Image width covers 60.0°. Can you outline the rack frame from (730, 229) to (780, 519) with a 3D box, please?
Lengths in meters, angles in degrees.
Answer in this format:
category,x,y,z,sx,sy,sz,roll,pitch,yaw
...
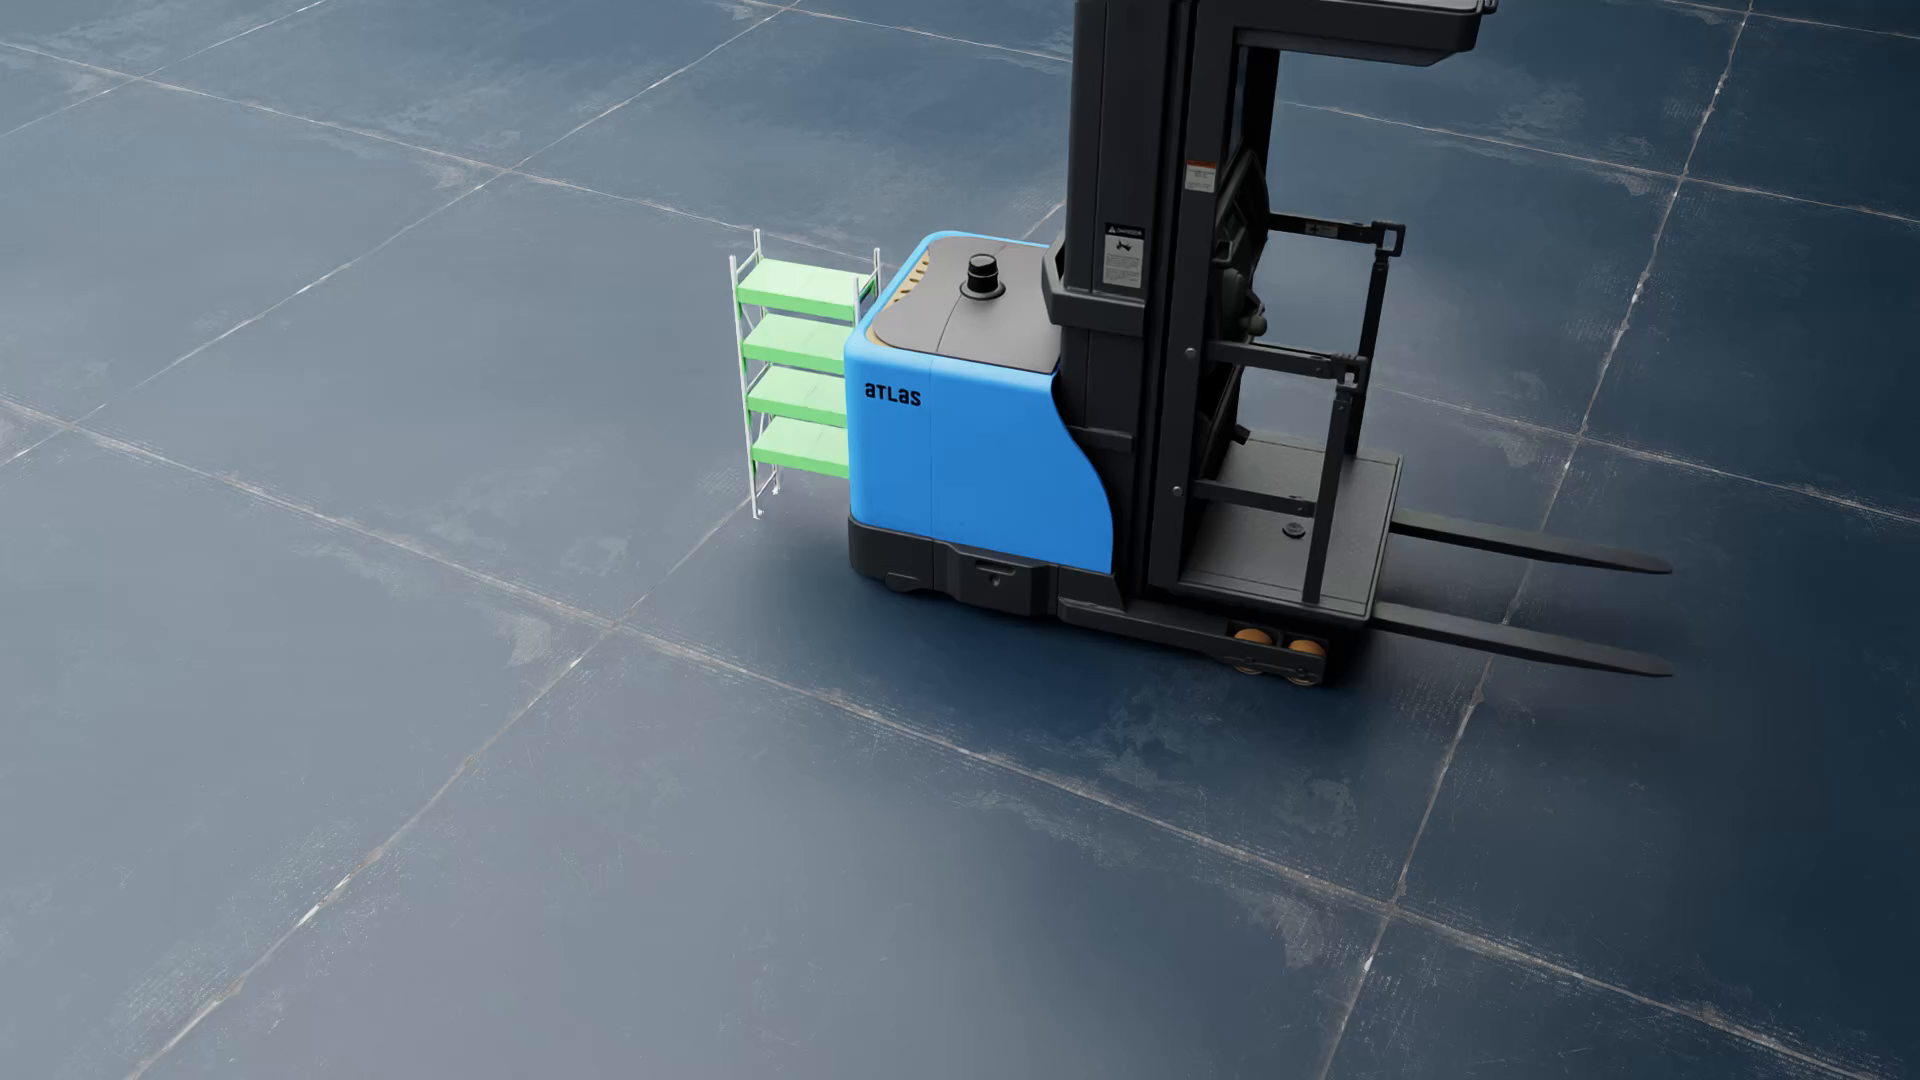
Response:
category,x,y,z,sx,sy,sz,roll,pitch,yaw
rack frame,-0.807,-0.634,6.593,0.015,1.200,0.240,11,39,15

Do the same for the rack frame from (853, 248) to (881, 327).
category,x,y,z,sx,sy,sz,roll,pitch,yaw
rack frame,-0.344,-0.541,6.470,0.015,1.200,0.240,11,39,15

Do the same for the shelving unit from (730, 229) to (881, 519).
category,x,y,z,sx,sy,sz,roll,pitch,yaw
shelving unit,-0.575,-0.588,6.532,0.503,1.200,0.258,11,39,15

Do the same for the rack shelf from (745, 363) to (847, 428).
category,x,y,z,sx,sy,sz,roll,pitch,yaw
rack shelf,-0.575,-0.537,6.570,0.480,0.148,0.258,11,39,15

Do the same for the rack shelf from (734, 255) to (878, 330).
category,x,y,z,sx,sy,sz,roll,pitch,yaw
rack shelf,-0.575,-0.919,6.280,0.480,0.148,0.258,11,39,15

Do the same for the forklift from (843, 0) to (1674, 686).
category,x,y,z,sx,sy,sz,roll,pitch,yaw
forklift,1.142,-1.001,5.644,3.031,2.935,1.130,11,39,15

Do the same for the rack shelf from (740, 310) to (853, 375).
category,x,y,z,sx,sy,sz,roll,pitch,yaw
rack shelf,-0.575,-0.728,6.425,0.480,0.148,0.258,11,39,15

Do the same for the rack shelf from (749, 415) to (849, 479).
category,x,y,z,sx,sy,sz,roll,pitch,yaw
rack shelf,-0.575,-0.346,6.715,0.480,0.148,0.258,11,39,15
